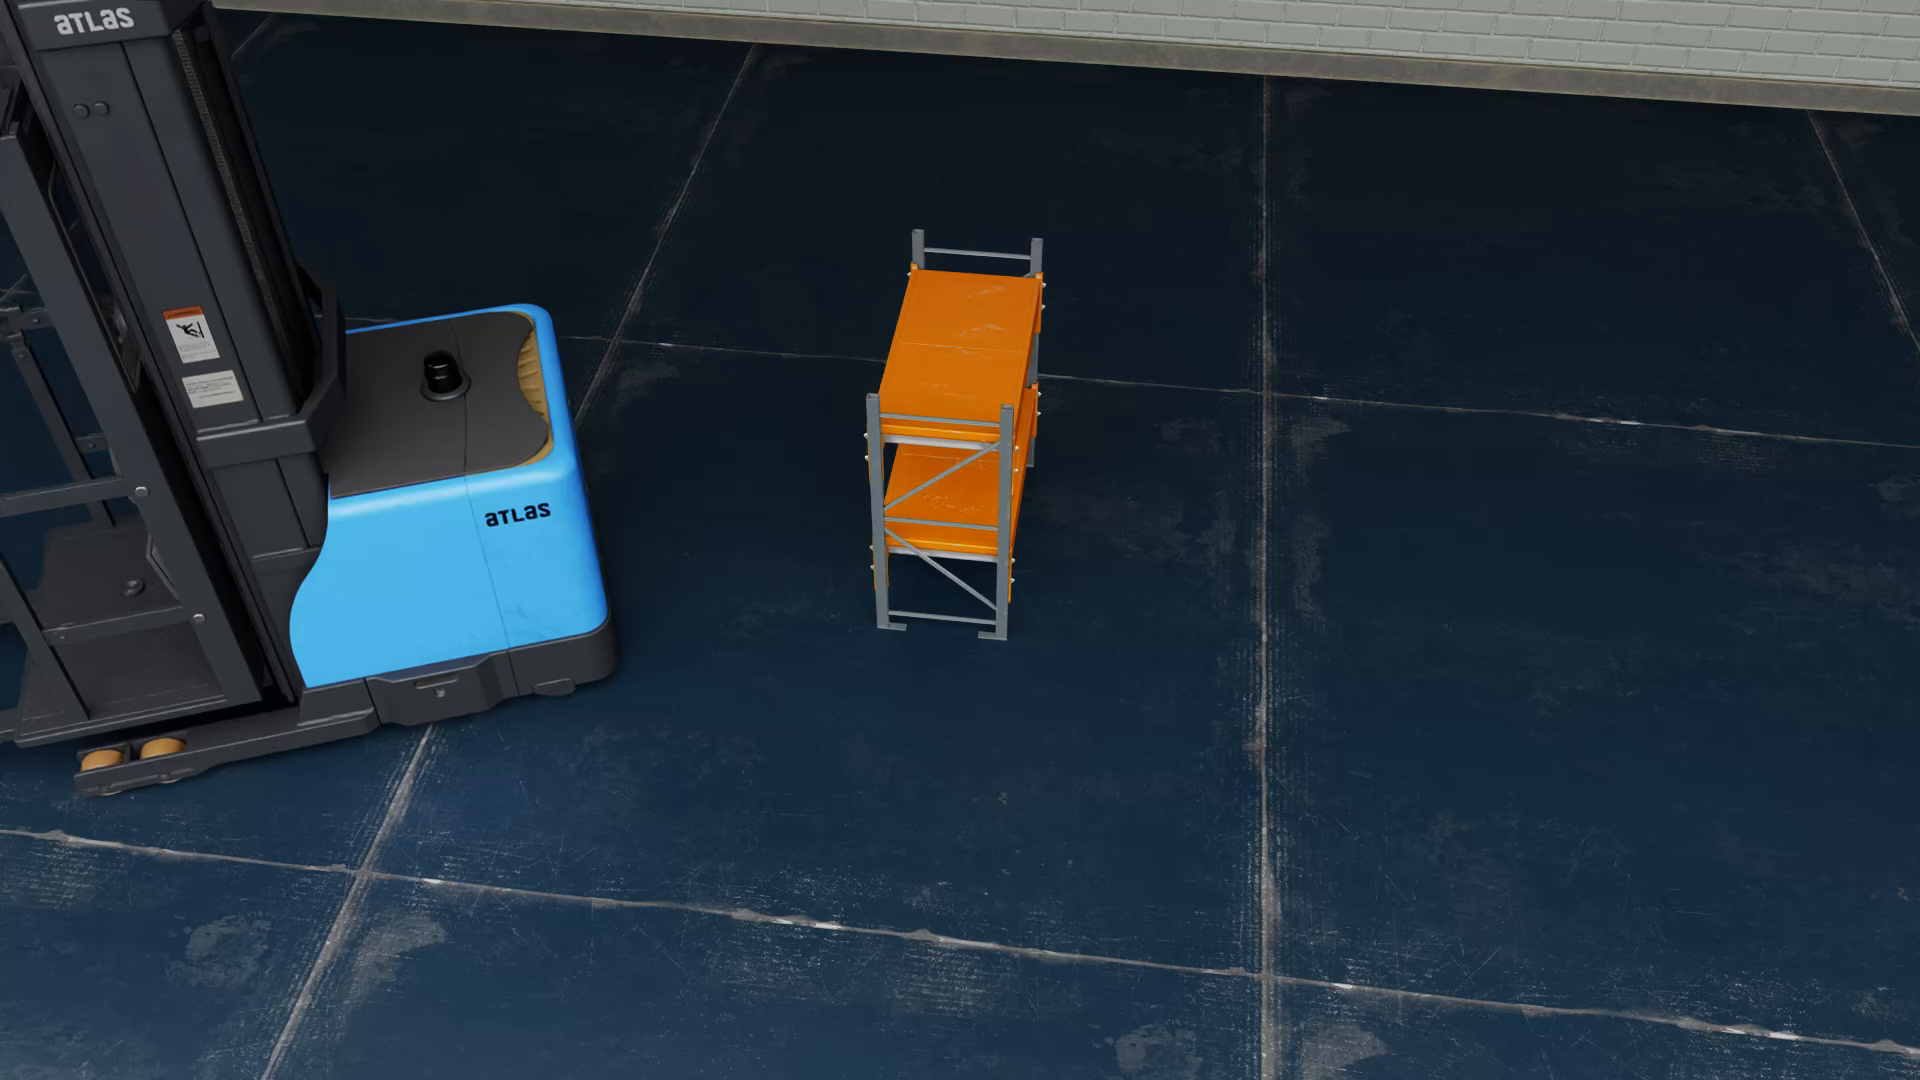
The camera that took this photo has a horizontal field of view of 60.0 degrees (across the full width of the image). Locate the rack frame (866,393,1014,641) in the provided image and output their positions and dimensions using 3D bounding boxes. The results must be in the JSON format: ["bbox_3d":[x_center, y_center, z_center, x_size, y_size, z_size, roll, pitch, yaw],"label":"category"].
[{"bbox_3d":[-0.068,-0.057,5.993,0.500,1.125,0.032,5,44,6],"label":"rack frame"}]

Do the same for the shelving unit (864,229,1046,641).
[{"bbox_3d":[-0.001,-0.404,6.358,0.538,1.125,1.048,5,44,6],"label":"shelving unit"}]

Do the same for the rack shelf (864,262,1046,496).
[{"bbox_3d":[-0.001,-0.616,6.157,0.538,0.278,1.000,5,44,6],"label":"rack shelf"}]

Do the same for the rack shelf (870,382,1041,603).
[{"bbox_3d":[-0.001,-0.226,6.527,0.538,0.278,1.000,5,44,6],"label":"rack shelf"}]

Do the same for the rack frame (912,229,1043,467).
[{"bbox_3d":[0.066,-0.750,6.724,0.500,1.125,0.032,5,44,6],"label":"rack frame"}]

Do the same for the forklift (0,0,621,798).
[{"bbox_3d":[-2.836,-0.579,5.230,3.031,2.935,1.130,-11,45,-11],"label":"forklift"}]
